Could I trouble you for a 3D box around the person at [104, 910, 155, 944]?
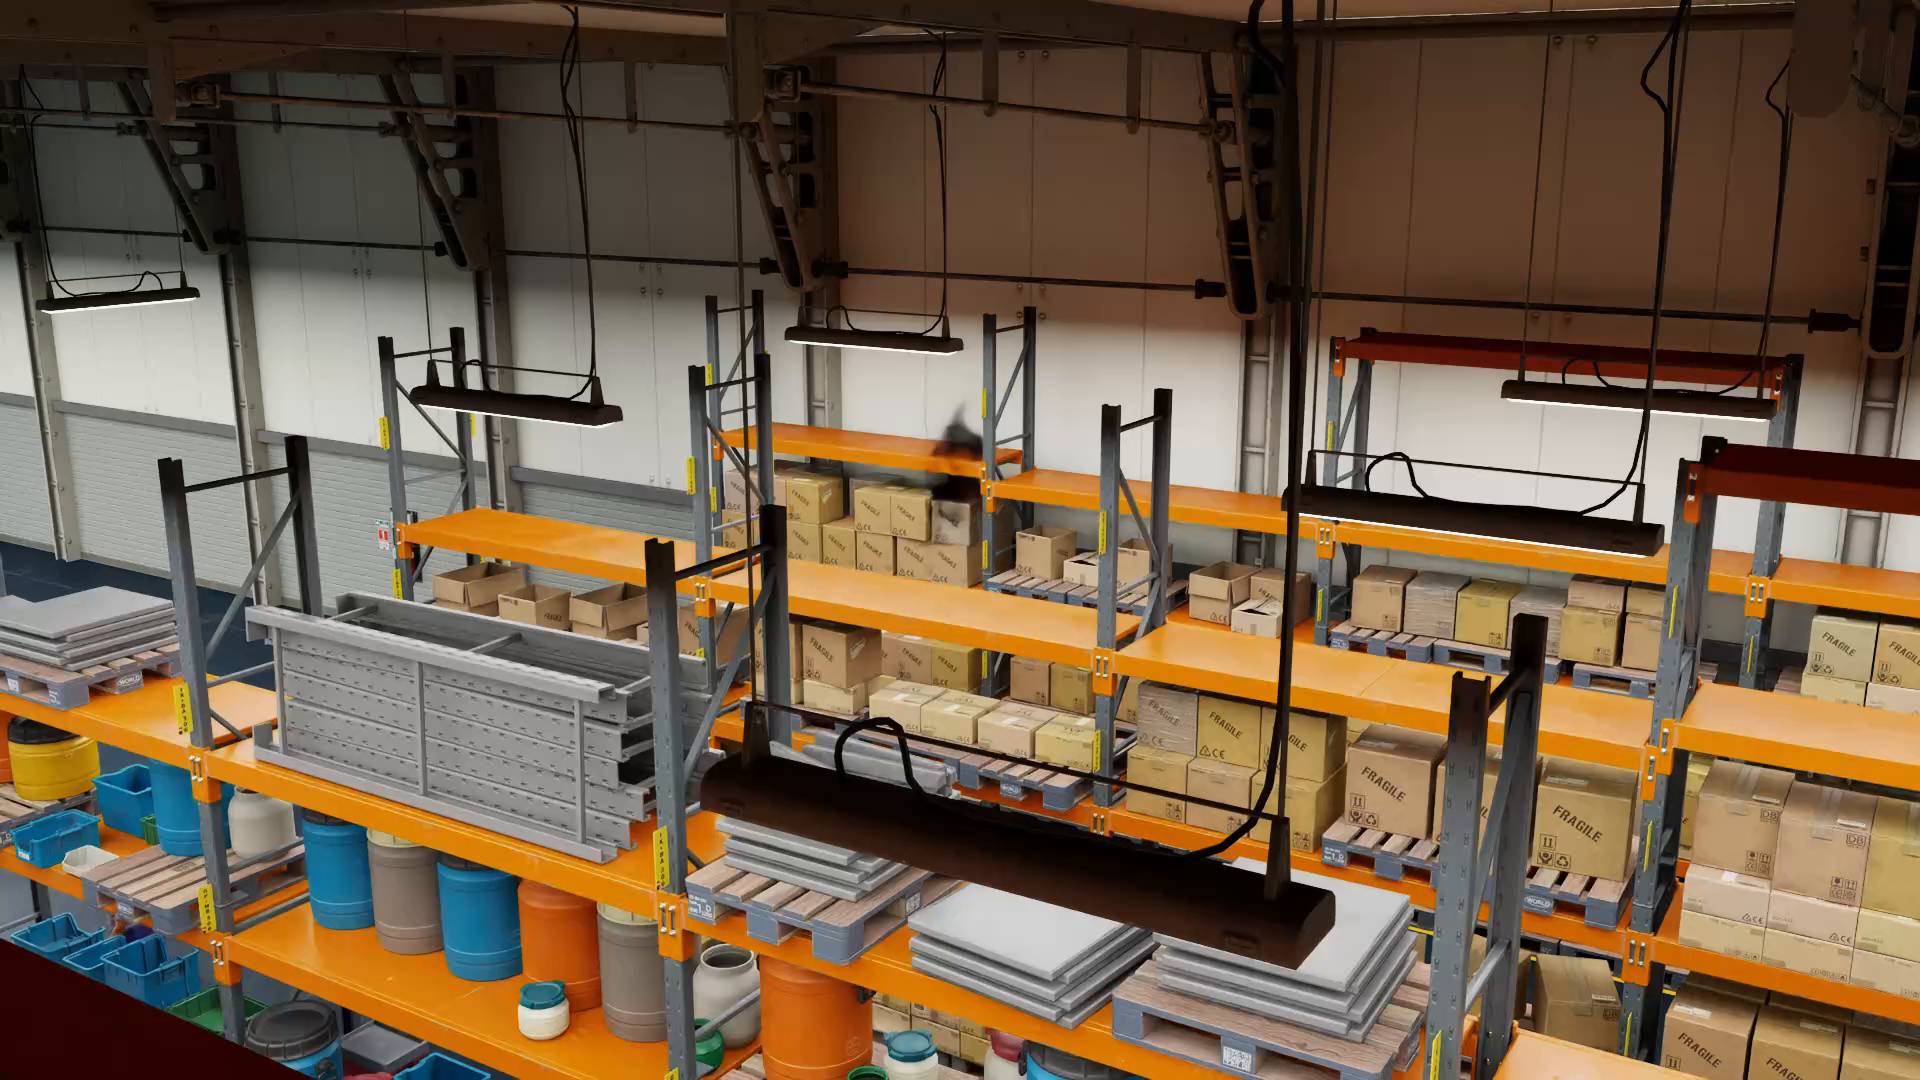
[{"bbox_3d":[-7.537,3.637,15.230,0.676,1.607,0.693,0,14,2],"label":"person"}]
